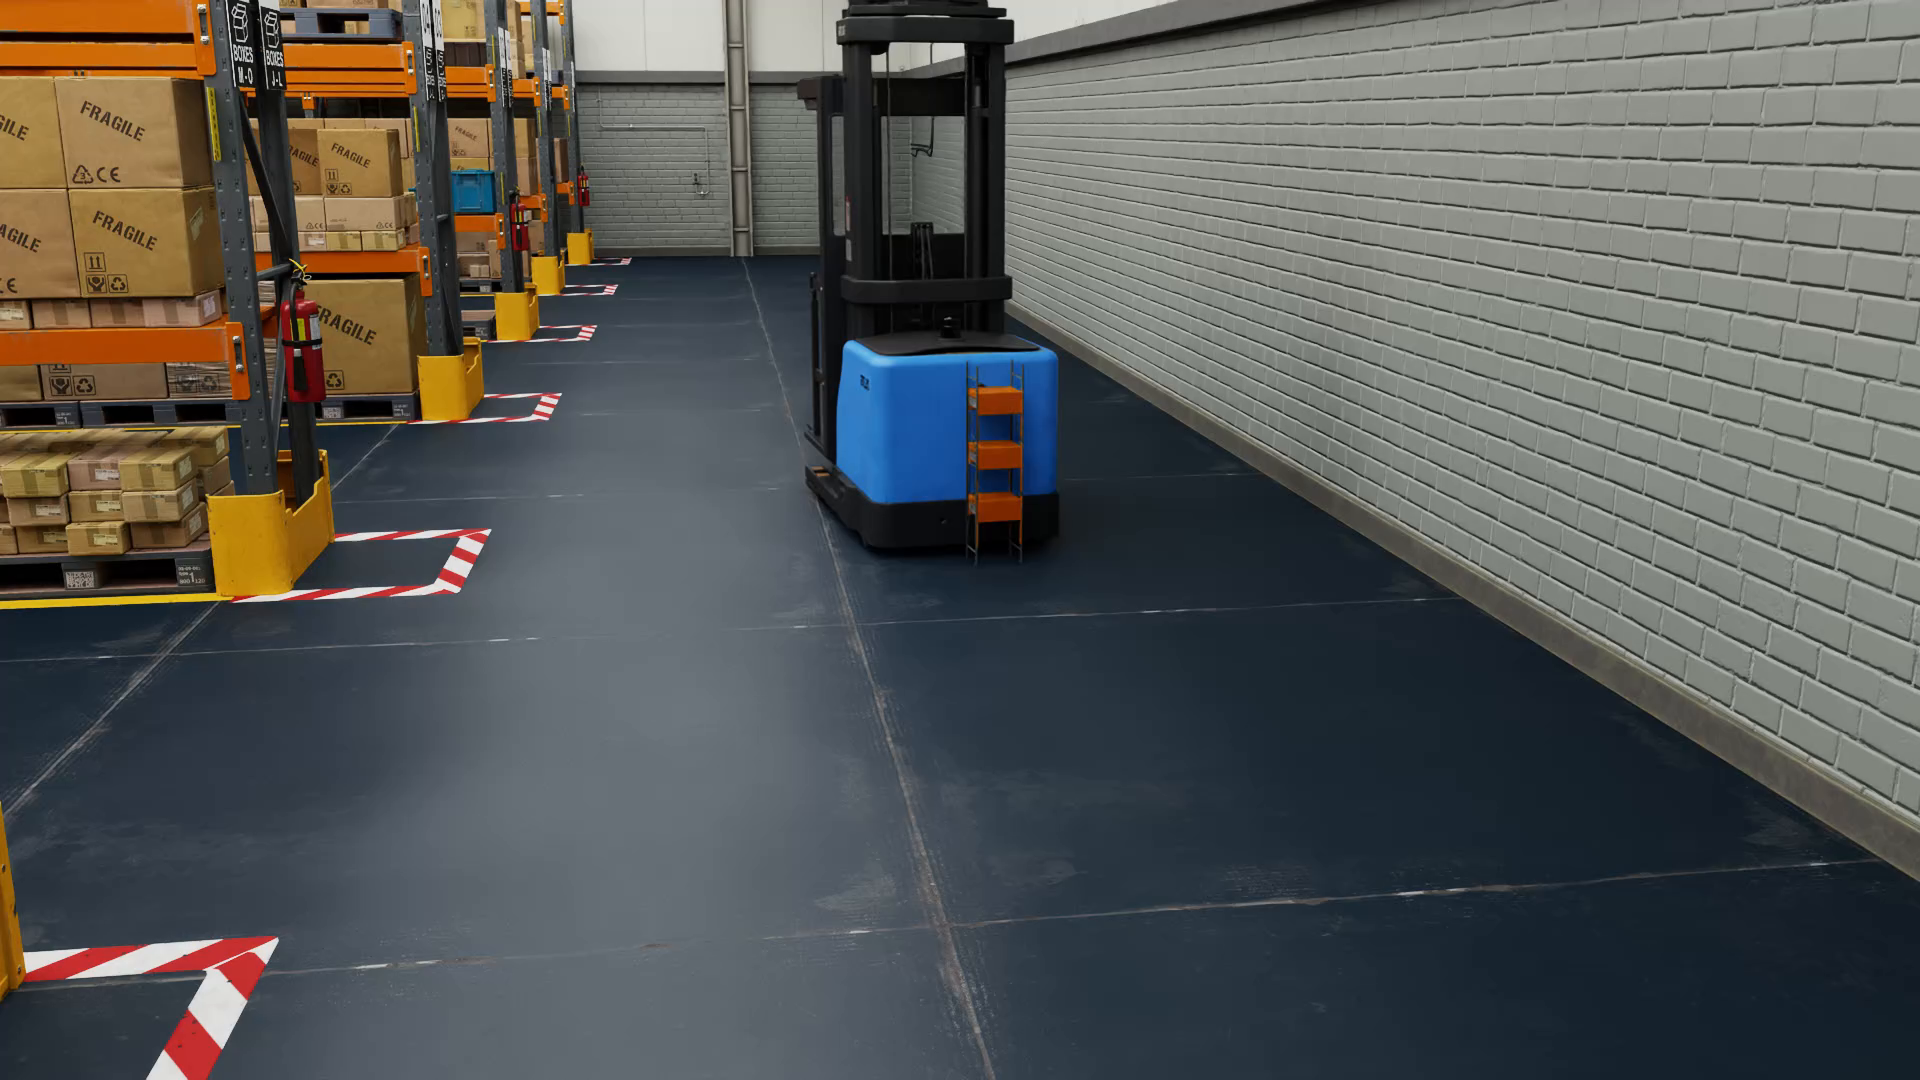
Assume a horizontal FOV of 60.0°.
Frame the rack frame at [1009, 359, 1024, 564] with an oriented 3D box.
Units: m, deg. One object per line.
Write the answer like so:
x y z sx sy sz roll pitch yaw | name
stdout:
0.296 -0.408 8.691 0.008 1.050 0.200 -4 15 -15 | rack frame

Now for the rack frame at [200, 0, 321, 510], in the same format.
-3.482 -1.325 8.338 0.127 3.000 1.000 -2 14 -8 | rack frame

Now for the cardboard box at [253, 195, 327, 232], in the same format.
-5.062 -2.493 12.694 0.500 0.250 0.500 -2 14 -9 | cardboard box

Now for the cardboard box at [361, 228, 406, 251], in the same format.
-4.424 -2.307 12.773 0.250 0.149 0.380 -2 14 -7 | cardboard box

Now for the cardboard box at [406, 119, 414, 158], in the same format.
-7.003 -5.317 21.997 0.500 0.500 0.500 -2 14 -7 | cardboard box

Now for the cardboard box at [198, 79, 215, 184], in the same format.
-3.965 -2.050 8.357 0.500 0.500 0.500 -2 14 -9 | cardboard box

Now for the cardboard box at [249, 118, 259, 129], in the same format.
-9.040 -5.242 21.698 0.500 0.500 0.500 -2 14 -7 | cardboard box

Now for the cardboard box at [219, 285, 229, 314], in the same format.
-3.851 -1.270 8.636 0.250 0.149 0.380 -2 14 -9 | cardboard box

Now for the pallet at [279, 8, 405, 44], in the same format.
-4.853 -3.904 12.638 1.213 0.211 1.003 -2 14 -8 | pallet

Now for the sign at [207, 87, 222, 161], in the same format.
-3.419 -1.905 7.623 0.005 0.325 0.100 -2 14 -8 | sign

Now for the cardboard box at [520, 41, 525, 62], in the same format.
-6.140 -6.573 22.380 0.500 0.250 0.500 -2 14 -8 | cardboard box

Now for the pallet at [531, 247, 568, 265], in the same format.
-7.114 -4.695 27.511 1.213 0.211 1.003 -2 14 -8 | pallet

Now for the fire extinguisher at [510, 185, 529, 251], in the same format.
-4.642 -3.391 17.501 0.183 0.674 0.296 -2 14 -8 | fire extinguisher

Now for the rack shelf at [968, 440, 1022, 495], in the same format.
0.178 -0.390 8.661 0.240 0.259 0.215 -4 15 -15 | rack shelf

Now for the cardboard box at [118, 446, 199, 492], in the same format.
-3.968 -0.354 8.241 0.250 0.149 0.380 -2 14 -8 | cardboard box

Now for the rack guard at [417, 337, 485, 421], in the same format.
-4.097 -1.310 13.417 0.348 0.500 1.175 -2 14 -8 | rack guard

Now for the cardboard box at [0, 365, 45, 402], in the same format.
-7.412 -1.554 12.758 0.875 0.875 0.875 -2 14 -8 | cardboard box

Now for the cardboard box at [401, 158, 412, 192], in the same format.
-7.500 -4.817 22.056 0.500 0.500 0.500 -2 14 -9 | cardboard box

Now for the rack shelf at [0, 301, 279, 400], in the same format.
-5.459 -0.903 8.136 4.000 0.370 1.077 -2 14 -8 | rack shelf

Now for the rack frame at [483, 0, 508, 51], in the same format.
-4.859 -6.623 17.130 0.127 3.000 1.000 -2 14 -8 | rack frame

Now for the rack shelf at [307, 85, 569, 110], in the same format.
-8.312 -7.129 26.796 4.000 0.370 1.077 -2 14 -8 | rack shelf

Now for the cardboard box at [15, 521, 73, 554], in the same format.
-4.485 -0.054 8.267 0.250 0.149 0.380 -2 14 -9 | cardboard box

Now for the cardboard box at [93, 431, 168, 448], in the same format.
-4.305 -0.458 8.656 0.250 0.149 0.380 -2 14 -7 | cardboard box

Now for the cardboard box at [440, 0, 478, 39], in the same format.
-6.605 -6.873 22.032 0.500 0.500 0.700 -2 14 -8 | cardboard box

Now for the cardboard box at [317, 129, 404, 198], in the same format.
-4.563 -2.876 12.678 0.500 0.500 0.500 -2 14 -8 | cardboard box

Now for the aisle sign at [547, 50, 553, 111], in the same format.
-5.569 -6.239 22.587 0.004 0.787 0.394 -2 14 -8 | aisle sign

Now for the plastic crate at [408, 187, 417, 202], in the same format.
-5.803 -3.707 18.058 0.300 0.233 0.416 -2 14 -8 | plastic crate

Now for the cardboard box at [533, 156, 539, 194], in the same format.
-6.071 -5.000 22.788 0.500 0.500 0.500 -2 14 -7 | cardboard box

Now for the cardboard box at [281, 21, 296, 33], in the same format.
-8.558 -6.759 21.578 0.500 0.500 0.700 -2 14 -8 | cardboard box

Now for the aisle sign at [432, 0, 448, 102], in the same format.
-4.094 -3.857 13.091 0.004 0.787 0.394 -2 14 -8 | aisle sign

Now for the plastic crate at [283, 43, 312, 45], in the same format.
-7.096 -5.104 17.485 0.530 0.282 0.437 -2 14 -8 | plastic crate

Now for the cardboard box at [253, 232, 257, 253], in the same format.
-5.434 -2.270 12.624 0.250 0.149 0.380 -2 14 -10 | cardboard box

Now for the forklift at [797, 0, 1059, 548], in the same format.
-0.340 -1.690 9.937 1.130 2.935 3.031 -4 15 -15 | forklift

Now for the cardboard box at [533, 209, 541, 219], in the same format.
-6.918 -5.405 27.549 0.250 0.149 0.380 -2 14 -8 | cardboard box

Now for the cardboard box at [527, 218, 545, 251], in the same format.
-7.012 -5.038 27.418 0.500 0.500 0.700 -2 14 -8 | cardboard box

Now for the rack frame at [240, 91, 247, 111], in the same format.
-9.548 -4.759 22.034 0.127 3.000 1.000 -2 14 -8 | rack frame

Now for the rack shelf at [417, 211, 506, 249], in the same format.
-6.836 -3.291 17.659 4.000 0.370 1.077 -2 14 -8 | rack shelf

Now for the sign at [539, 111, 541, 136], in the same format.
-5.530 -5.485 21.897 0.005 0.325 0.100 -2 14 -8 | sign

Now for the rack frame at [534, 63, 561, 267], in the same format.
-5.593 -4.904 22.612 0.127 3.000 1.000 -2 14 -8 | rack frame

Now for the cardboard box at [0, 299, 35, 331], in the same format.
-4.508 -1.096 7.940 0.250 0.149 0.380 -2 14 -7 | cardboard box

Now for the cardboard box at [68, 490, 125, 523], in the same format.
-4.228 -0.206 8.261 0.250 0.149 0.380 -2 14 -10 | cardboard box

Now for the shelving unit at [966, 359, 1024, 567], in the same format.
0.178 -0.400 8.659 0.252 1.050 0.215 -4 15 -15 | shelving unit

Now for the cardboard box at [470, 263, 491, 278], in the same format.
-6.508 -3.672 22.616 0.250 0.166 0.380 -2 14 -8 | cardboard box
